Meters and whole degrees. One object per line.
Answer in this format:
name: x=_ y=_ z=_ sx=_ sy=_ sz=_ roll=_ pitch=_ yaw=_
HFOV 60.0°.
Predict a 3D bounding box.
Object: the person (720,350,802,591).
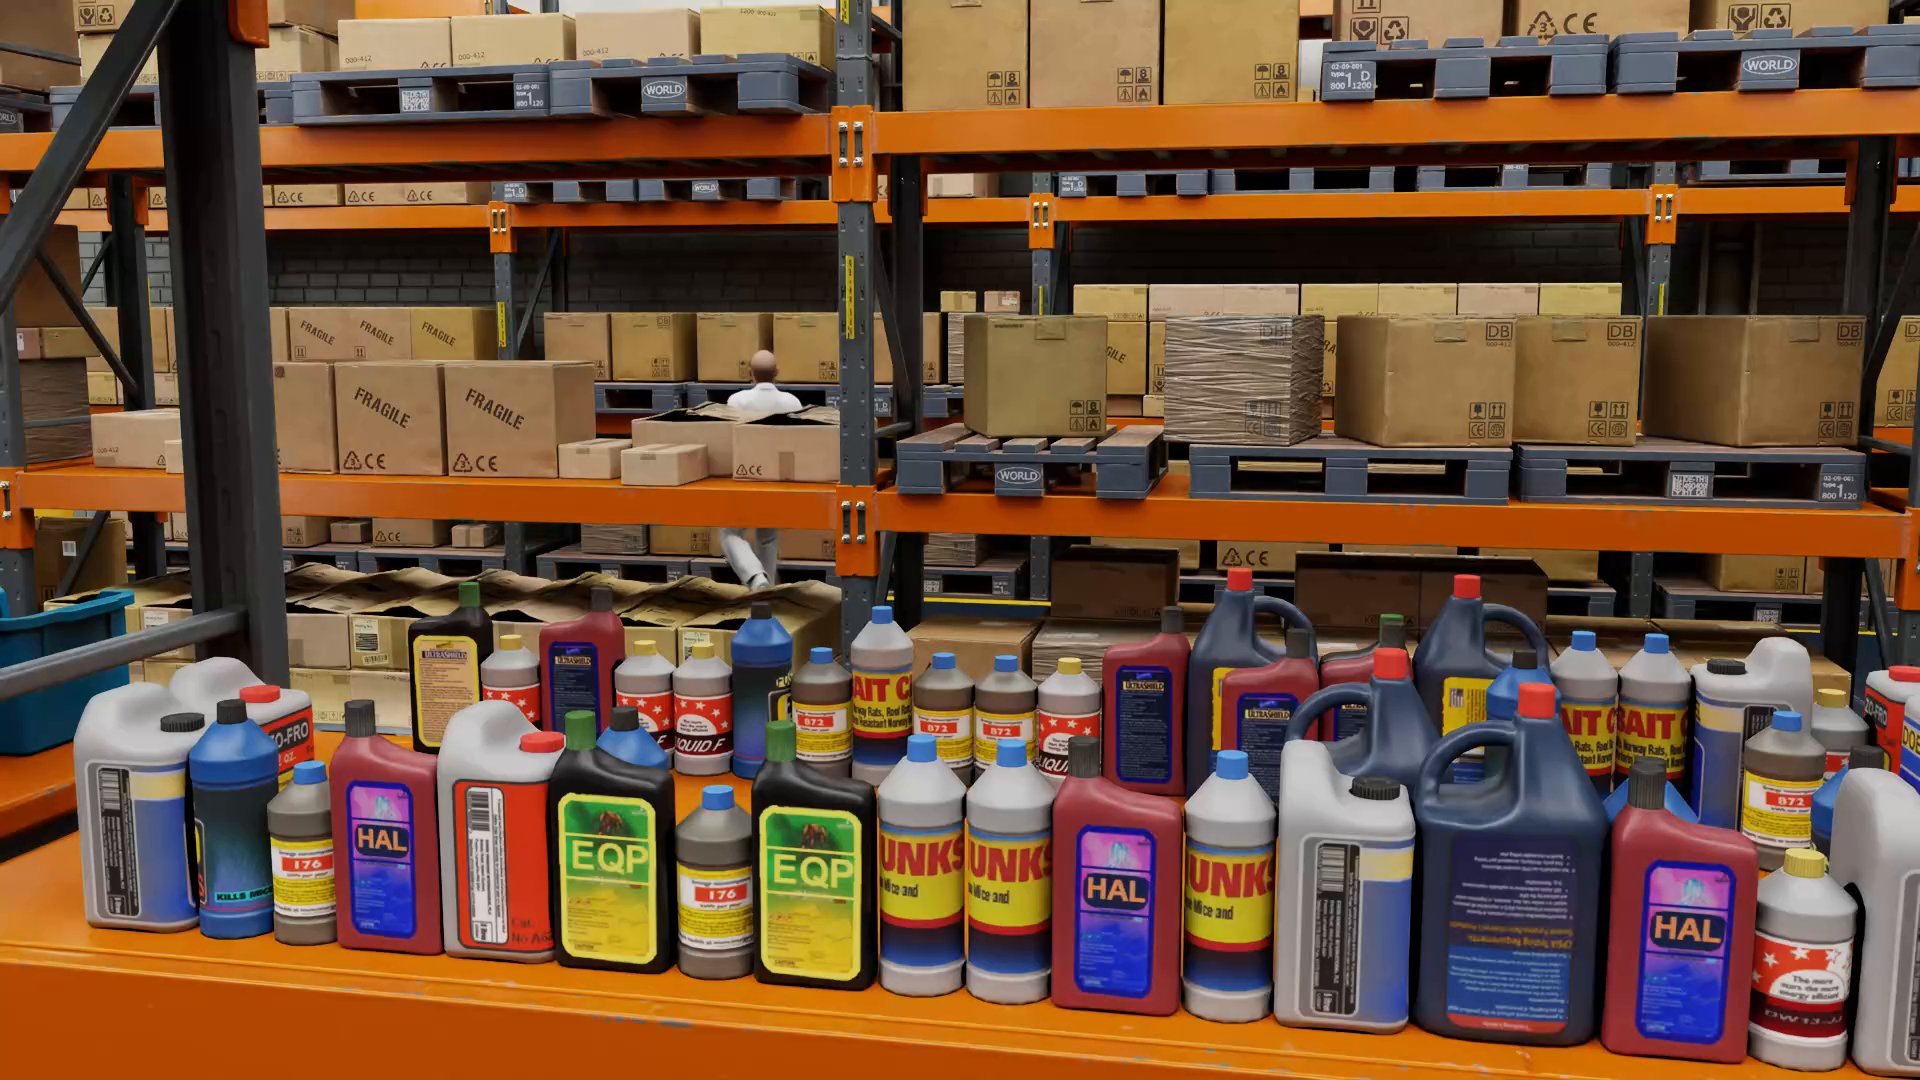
person: x=-1.346 y=-0.377 z=11.019 sx=0.590 sy=1.754 sz=0.867 roll=-4 pitch=9 yaw=-29
